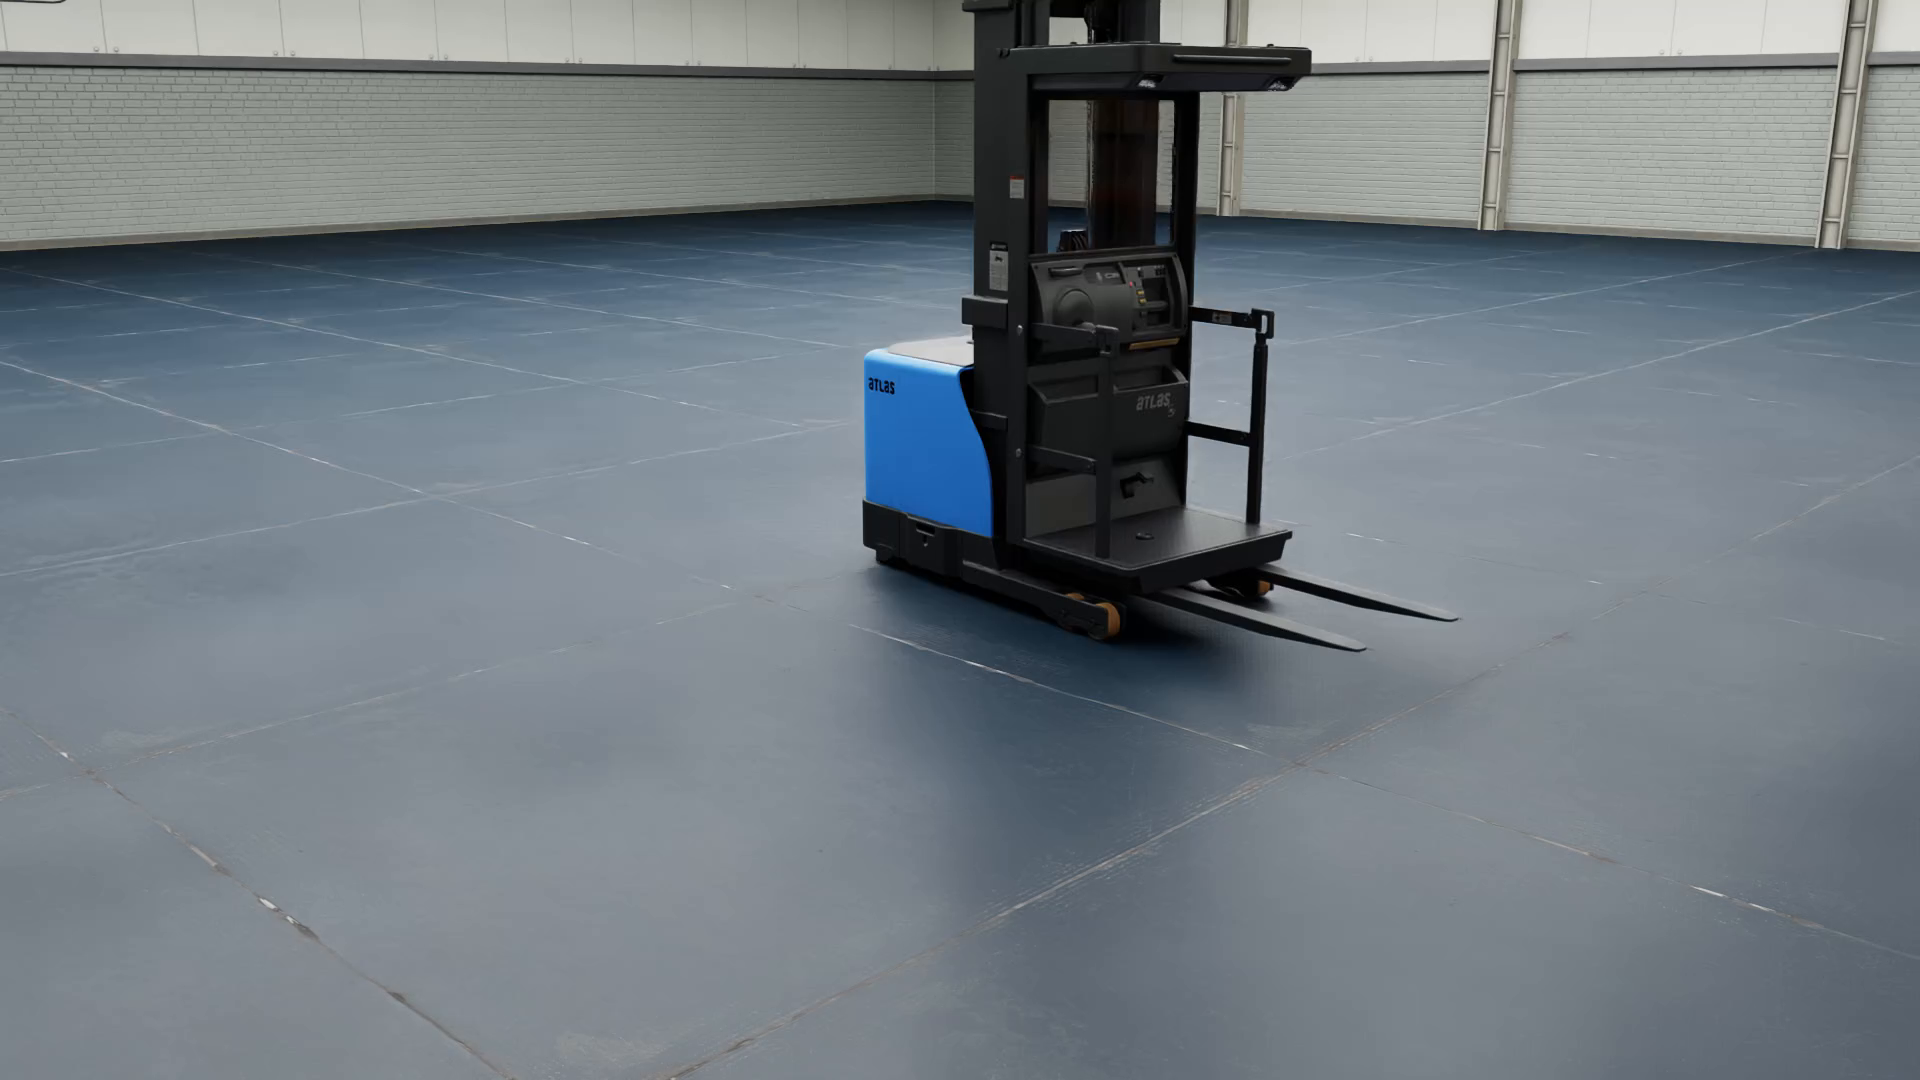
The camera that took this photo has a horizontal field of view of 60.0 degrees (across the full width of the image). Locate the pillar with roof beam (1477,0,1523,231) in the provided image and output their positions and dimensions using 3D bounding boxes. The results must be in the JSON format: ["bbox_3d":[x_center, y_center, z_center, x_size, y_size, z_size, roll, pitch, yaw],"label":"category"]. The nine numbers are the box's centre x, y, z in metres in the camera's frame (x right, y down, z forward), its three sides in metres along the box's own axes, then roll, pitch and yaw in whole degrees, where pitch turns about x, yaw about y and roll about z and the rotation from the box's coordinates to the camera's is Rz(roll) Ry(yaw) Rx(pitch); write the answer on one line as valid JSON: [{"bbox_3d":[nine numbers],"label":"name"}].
[{"bbox_3d":[7.061,-9.449,27.350,0.400,9.000,9.100,14,20,42],"label":"pillar with roof beam"}]

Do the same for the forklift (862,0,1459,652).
[{"bbox_3d":[0.827,-1.123,7.430,1.130,2.935,3.031,-12,19,-38],"label":"forklift"}]

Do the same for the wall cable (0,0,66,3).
[{"bbox_3d":[-15.055,-10.735,25.540,0.169,6.003,2.305,14,20,42],"label":"wall cable"}]

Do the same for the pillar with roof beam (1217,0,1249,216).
[{"bbox_3d":[2.742,-10.499,31.381,0.400,9.000,9.100,14,20,42],"label":"pillar with roof beam"}]

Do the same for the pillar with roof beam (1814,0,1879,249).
[{"bbox_3d":[11.381,-8.399,23.320,0.400,9.000,9.100,14,20,42],"label":"pillar with roof beam"}]
